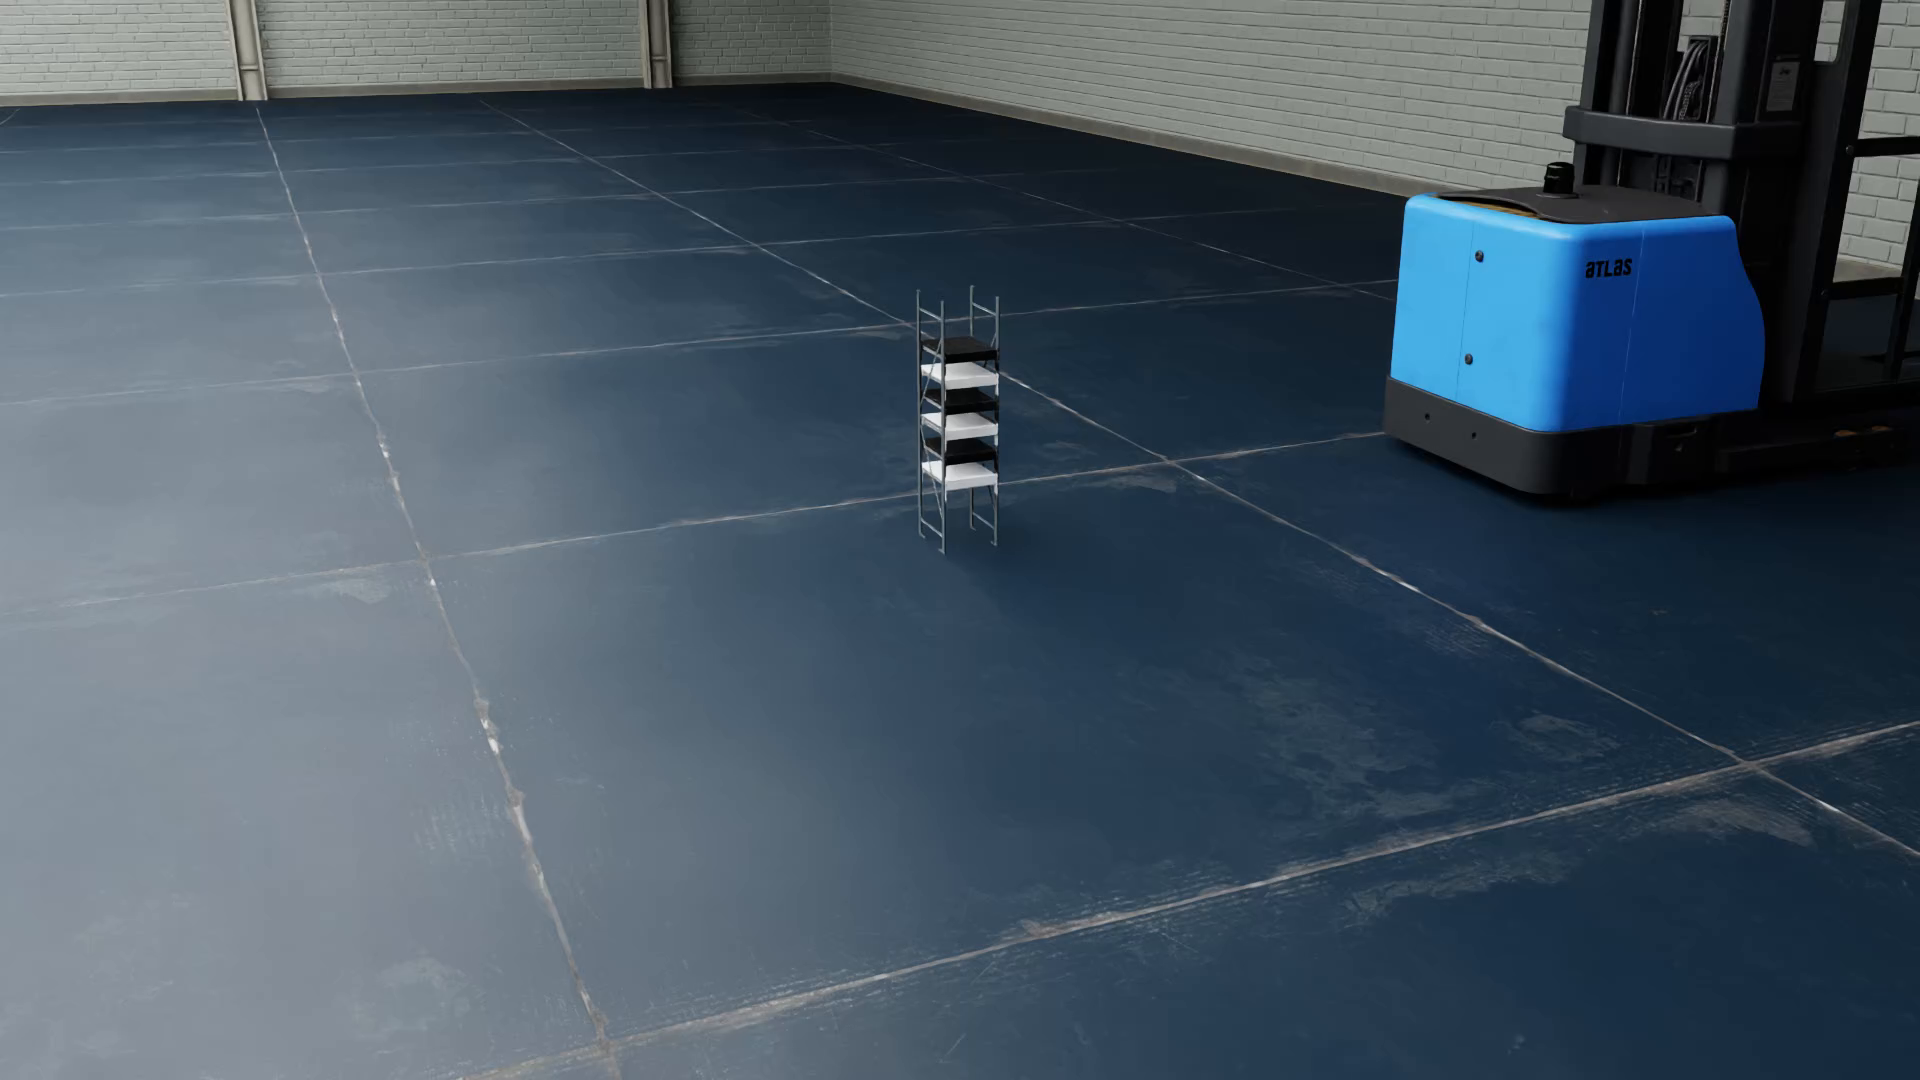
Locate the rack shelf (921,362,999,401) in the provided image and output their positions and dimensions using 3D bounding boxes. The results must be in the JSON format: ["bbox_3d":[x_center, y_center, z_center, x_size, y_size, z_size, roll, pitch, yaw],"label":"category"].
[{"bbox_3d":[-0.007,-0.562,5.821,0.200,0.077,0.258,-8,21,-22],"label":"rack shelf"}]

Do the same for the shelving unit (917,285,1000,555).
[{"bbox_3d":[-0.007,-0.423,5.870,0.210,0.900,0.258,-8,21,-22],"label":"shelving unit"}]

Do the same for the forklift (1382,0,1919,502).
[{"bbox_3d":[3.381,-1.821,6.782,3.031,2.935,1.130,-7,21,-20],"label":"forklift"}]

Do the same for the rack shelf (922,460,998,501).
[{"bbox_3d":[-0.007,-0.222,5.940,0.200,0.077,0.258,-8,21,-22],"label":"rack shelf"}]

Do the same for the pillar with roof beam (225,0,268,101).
[{"bbox_3d":[-8.619,-9.365,19.071,0.400,9.000,9.100,-8,21,-22],"label":"pillar with roof beam"}]

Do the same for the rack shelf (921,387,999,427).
[{"bbox_3d":[-0.007,-0.477,5.851,0.200,0.077,0.258,-8,21,-22],"label":"rack shelf"}]

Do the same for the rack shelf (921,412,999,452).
[{"bbox_3d":[-0.007,-0.392,5.881,0.200,0.077,0.258,-8,21,-22],"label":"rack shelf"}]

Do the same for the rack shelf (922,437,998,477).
[{"bbox_3d":[-0.007,-0.307,5.911,0.200,0.077,0.258,-8,21,-22],"label":"rack shelf"}]

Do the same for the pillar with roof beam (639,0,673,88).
[{"bbox_3d":[-3.109,-10.155,21.313,0.400,9.000,9.100,-8,21,-22],"label":"pillar with roof beam"}]

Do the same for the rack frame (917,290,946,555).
[{"bbox_3d":[-0.101,-0.410,5.832,0.006,0.900,0.240,-8,21,-22],"label":"rack frame"}]

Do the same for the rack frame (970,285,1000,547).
[{"bbox_3d":[0.086,-0.437,5.908,0.006,0.900,0.240,-8,21,-22],"label":"rack frame"}]

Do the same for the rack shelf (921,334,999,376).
[{"bbox_3d":[-0.007,-0.647,5.791,0.200,0.077,0.258,-8,21,-22],"label":"rack shelf"}]
